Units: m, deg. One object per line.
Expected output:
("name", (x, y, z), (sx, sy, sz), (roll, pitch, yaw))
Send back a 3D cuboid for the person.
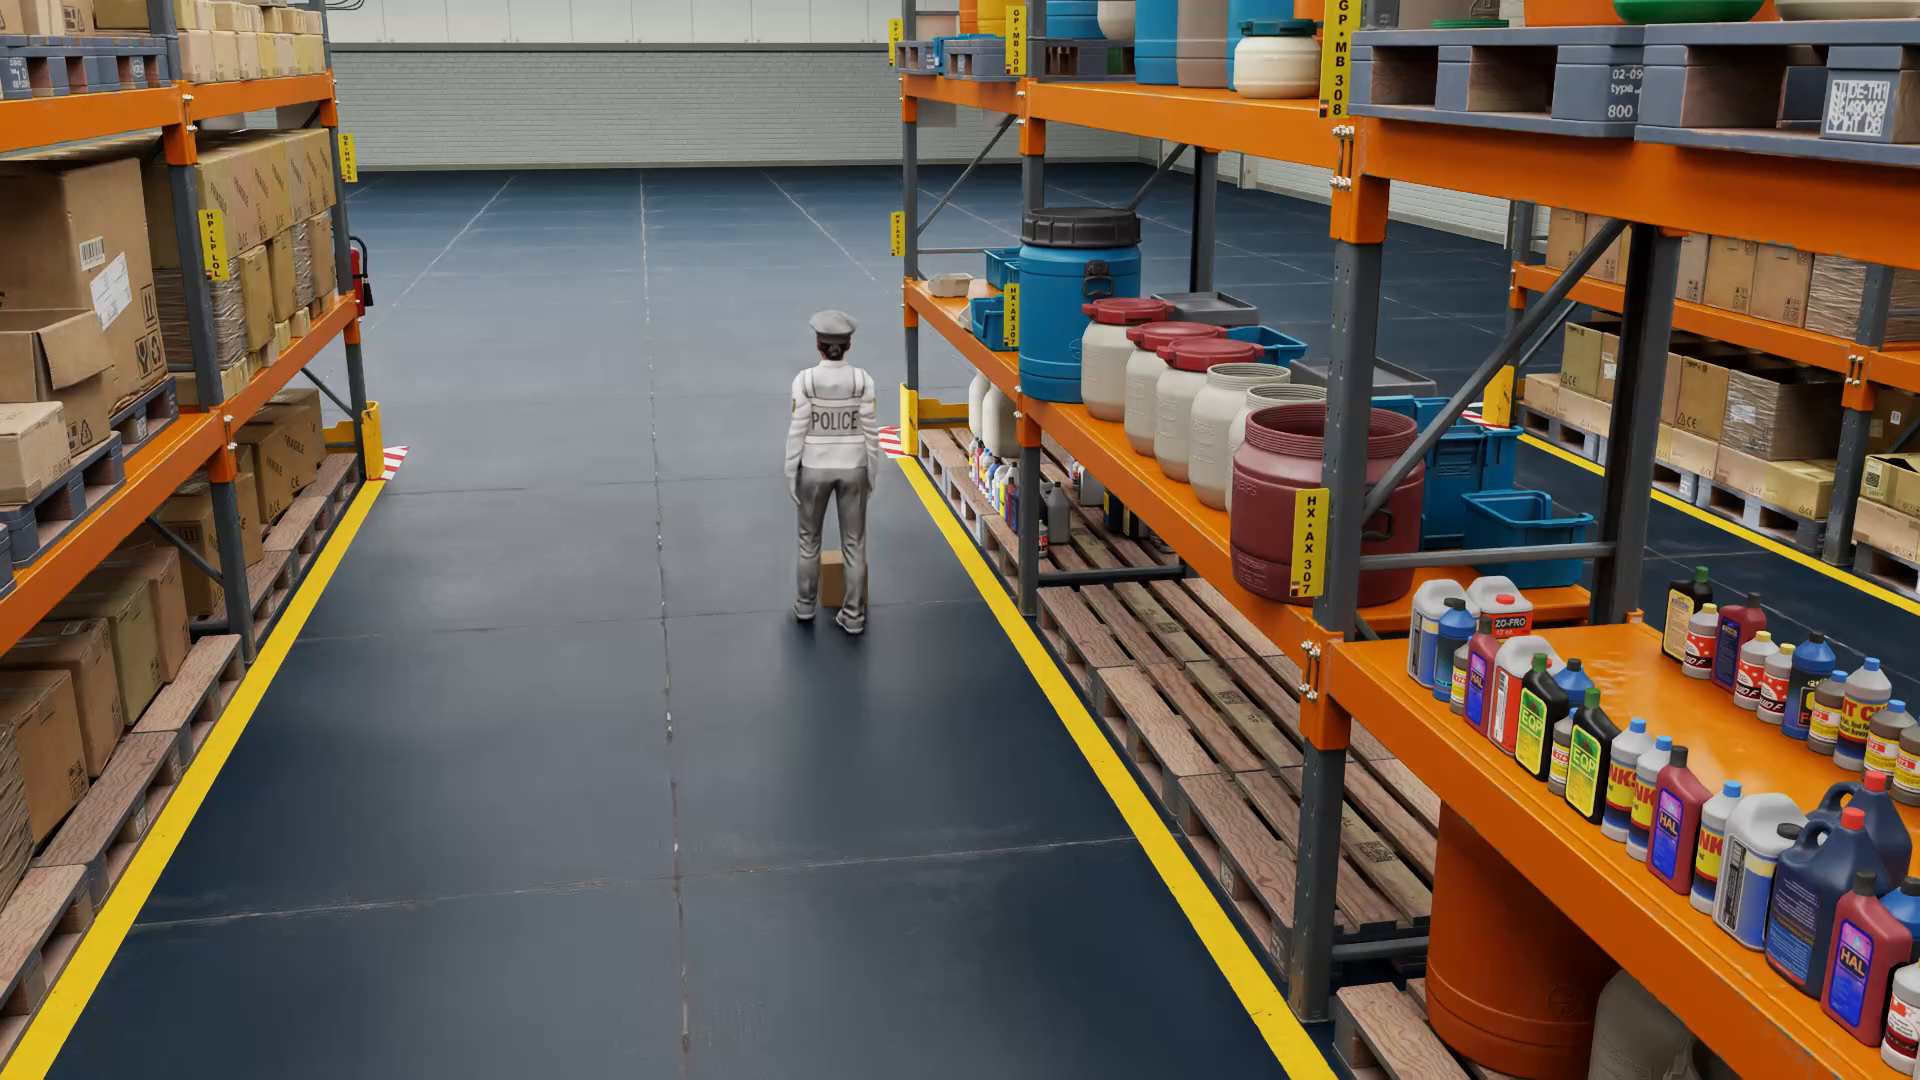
("person", (-0.682, -0.374, 8.729), (0.492, 1.680, 0.531), (-3, 17, -9))
